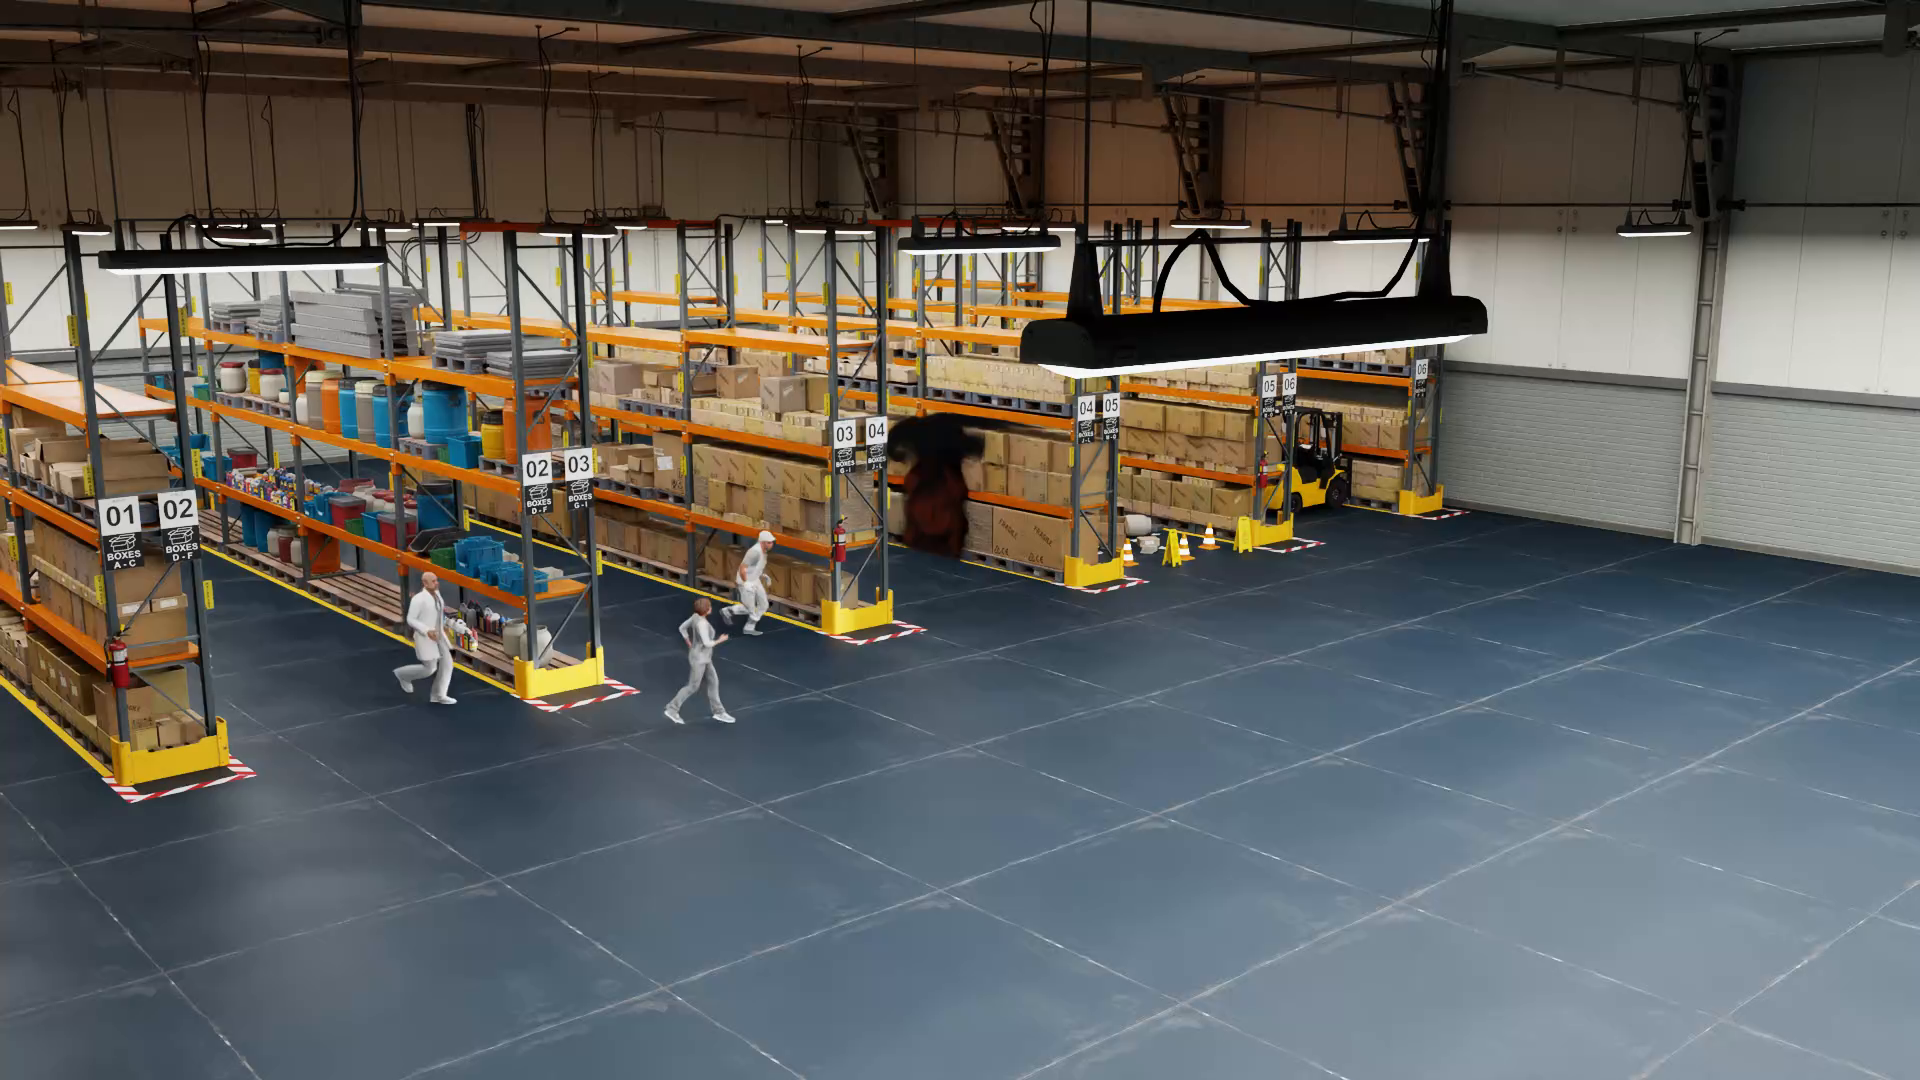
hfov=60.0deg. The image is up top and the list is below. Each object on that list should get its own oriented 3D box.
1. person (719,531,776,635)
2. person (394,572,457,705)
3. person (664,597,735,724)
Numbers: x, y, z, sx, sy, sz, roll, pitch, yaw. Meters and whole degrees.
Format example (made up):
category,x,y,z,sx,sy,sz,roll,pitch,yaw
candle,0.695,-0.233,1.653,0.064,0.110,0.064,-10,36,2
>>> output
category,x,y,z,sx,sy,sz,roll,pitch,yaw
person,-3.153,0.632,24.693,0.962,1.602,0.657,4,12,21
person,-6.832,1.250,21.315,0.782,1.733,0.693,4,12,21
person,-3.199,1.487,20.314,0.861,1.605,0.525,-2,12,-10
